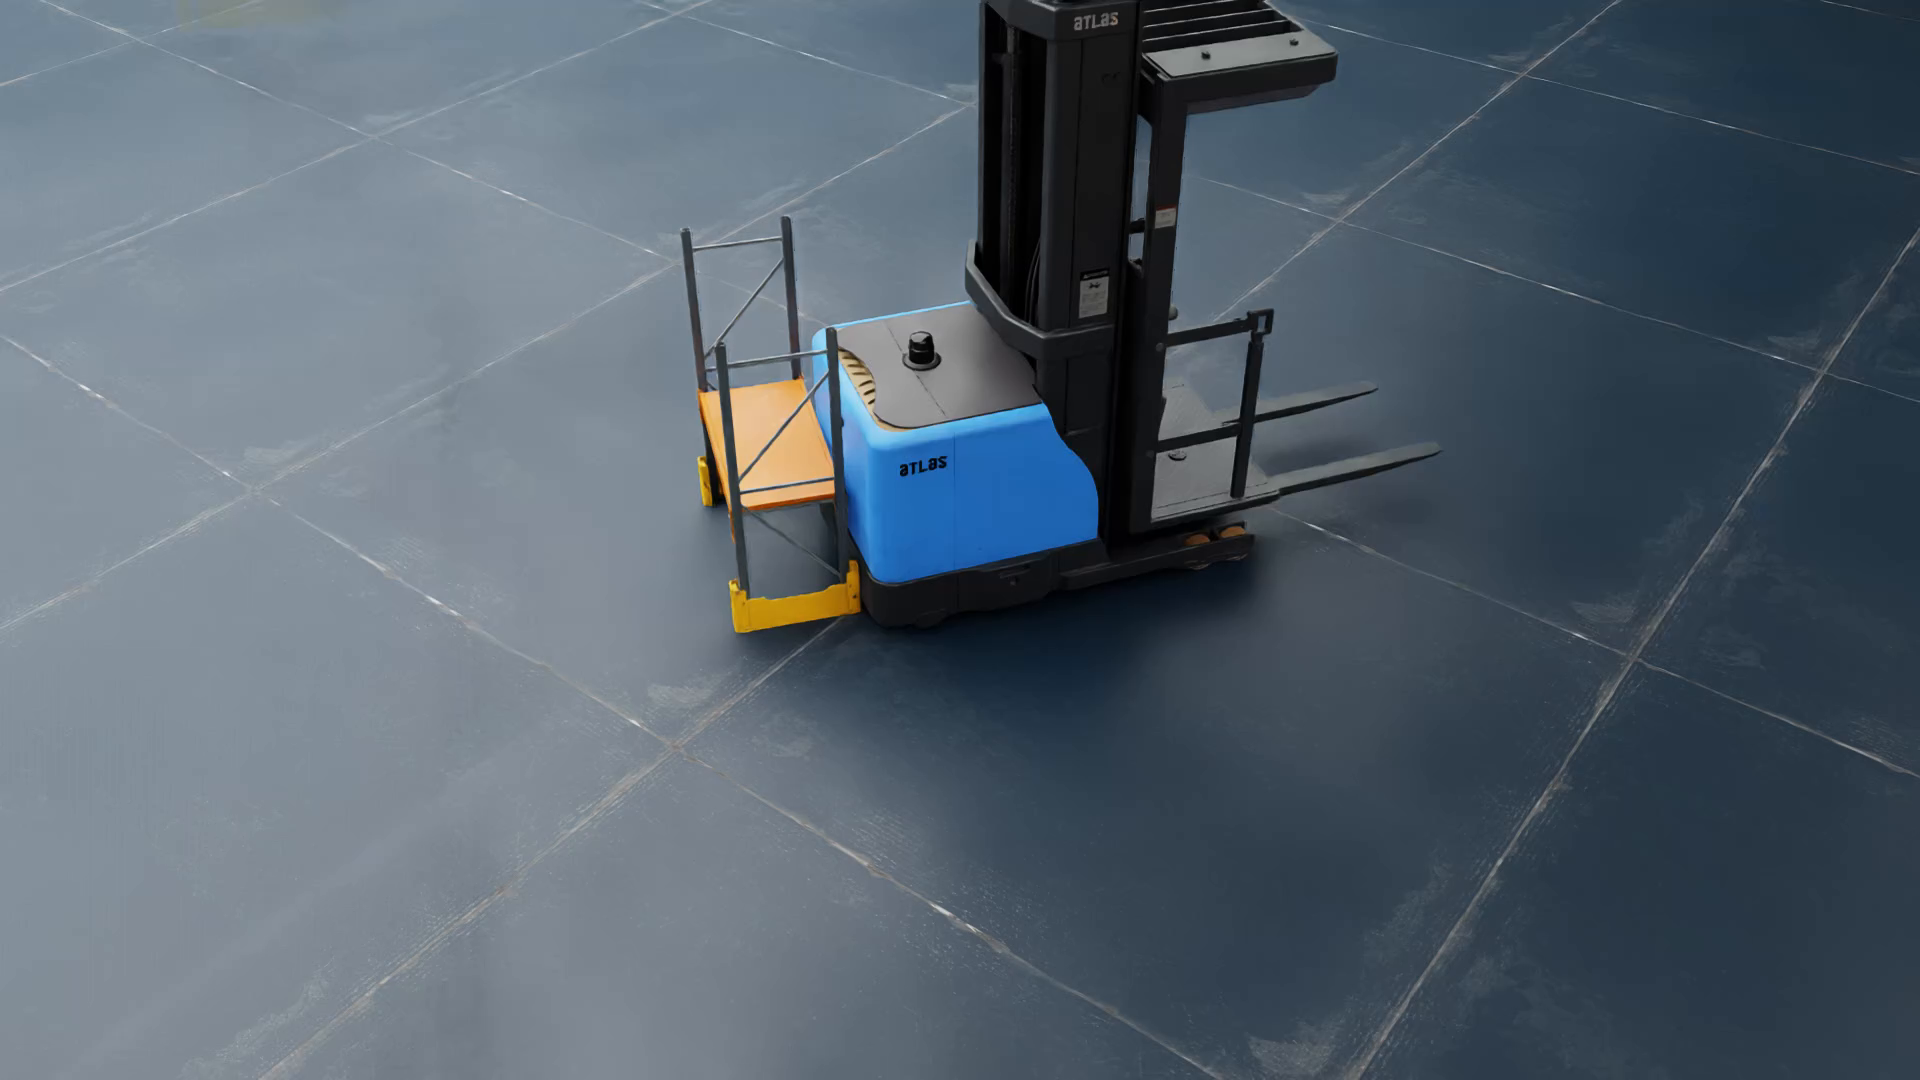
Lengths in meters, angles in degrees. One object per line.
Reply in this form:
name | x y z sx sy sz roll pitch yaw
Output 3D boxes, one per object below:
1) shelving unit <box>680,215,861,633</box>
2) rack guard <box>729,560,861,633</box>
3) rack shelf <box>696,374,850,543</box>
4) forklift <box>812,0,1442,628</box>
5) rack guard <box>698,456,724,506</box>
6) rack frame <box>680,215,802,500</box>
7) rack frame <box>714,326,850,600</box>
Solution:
shelving unit | -0.877 -0.531 7.572 0.587 1.500 1.083 -9 39 -12
rack guard | -0.747 0.258 7.579 0.587 0.250 0.087 -9 39 -12
rack shelf | -0.879 -0.395 7.690 0.538 0.185 1.000 -9 39 -12
forklift | 0.881 -1.307 7.403 3.031 2.935 1.130 -13 40 -15
rack guard | -1.007 -0.335 8.336 0.587 0.250 0.087 -9 39 -12
rack frame | -1.012 -0.839 7.965 0.500 1.500 0.032 -9 39 -12
rack frame | -0.746 -0.234 7.193 0.500 1.500 0.032 -9 39 -12
